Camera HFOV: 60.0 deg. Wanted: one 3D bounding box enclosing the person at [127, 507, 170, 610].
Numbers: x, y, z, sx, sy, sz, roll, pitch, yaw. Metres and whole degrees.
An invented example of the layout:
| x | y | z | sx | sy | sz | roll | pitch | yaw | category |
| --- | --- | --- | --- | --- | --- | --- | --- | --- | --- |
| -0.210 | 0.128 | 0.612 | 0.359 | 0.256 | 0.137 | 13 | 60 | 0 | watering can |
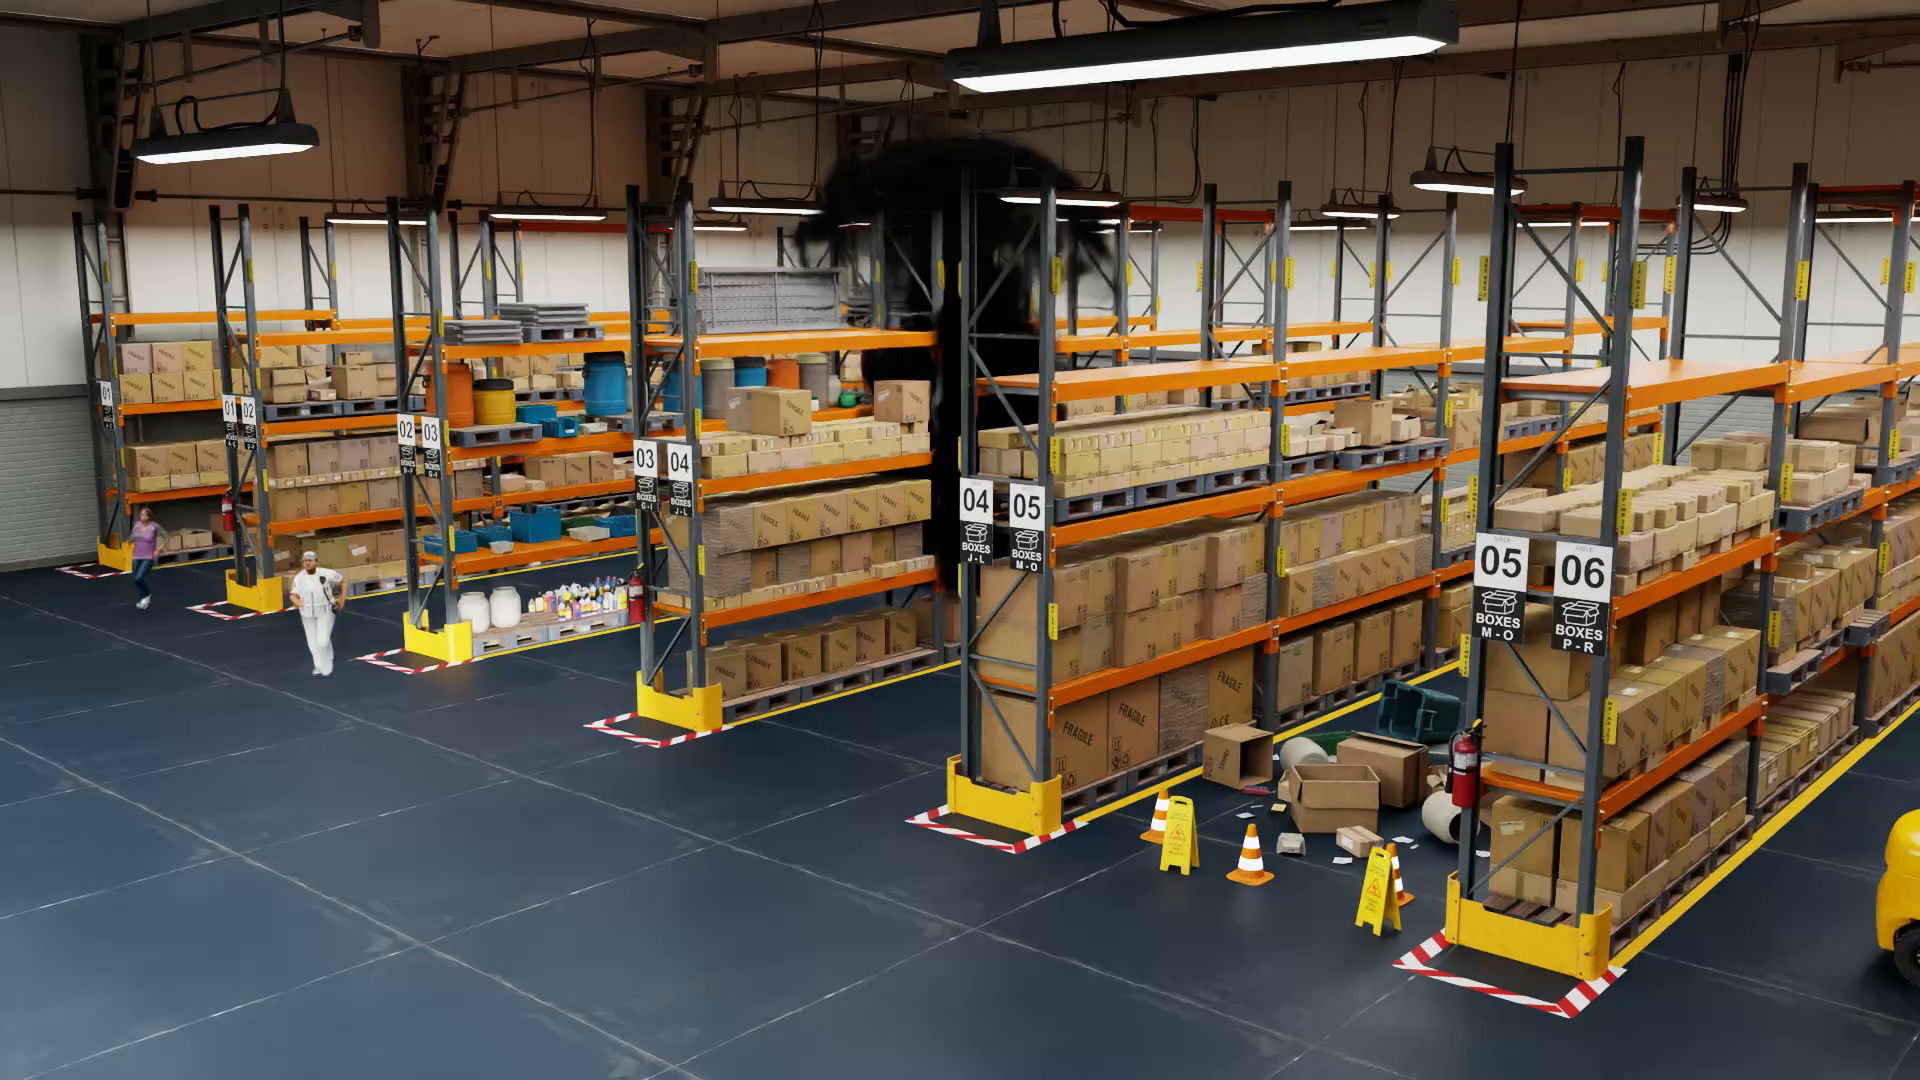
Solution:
| x | y | z | sx | sy | sz | roll | pitch | yaw | category |
| --- | --- | --- | --- | --- | --- | --- | --- | --- | --- |
| -12.183 | 0.281 | 24.891 | 0.544 | 1.551 | 0.591 | 1 | 10 | 8 | person |

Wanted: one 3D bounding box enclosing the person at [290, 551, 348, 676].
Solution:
| x | y | z | sx | sy | sz | roll | pitch | yaw | category |
| --- | --- | --- | --- | --- | --- | --- | --- | --- | --- |
| -7.979 | 0.929 | 20.691 | 0.623 | 1.617 | 0.772 | -1 | 10 | -4 | person |
